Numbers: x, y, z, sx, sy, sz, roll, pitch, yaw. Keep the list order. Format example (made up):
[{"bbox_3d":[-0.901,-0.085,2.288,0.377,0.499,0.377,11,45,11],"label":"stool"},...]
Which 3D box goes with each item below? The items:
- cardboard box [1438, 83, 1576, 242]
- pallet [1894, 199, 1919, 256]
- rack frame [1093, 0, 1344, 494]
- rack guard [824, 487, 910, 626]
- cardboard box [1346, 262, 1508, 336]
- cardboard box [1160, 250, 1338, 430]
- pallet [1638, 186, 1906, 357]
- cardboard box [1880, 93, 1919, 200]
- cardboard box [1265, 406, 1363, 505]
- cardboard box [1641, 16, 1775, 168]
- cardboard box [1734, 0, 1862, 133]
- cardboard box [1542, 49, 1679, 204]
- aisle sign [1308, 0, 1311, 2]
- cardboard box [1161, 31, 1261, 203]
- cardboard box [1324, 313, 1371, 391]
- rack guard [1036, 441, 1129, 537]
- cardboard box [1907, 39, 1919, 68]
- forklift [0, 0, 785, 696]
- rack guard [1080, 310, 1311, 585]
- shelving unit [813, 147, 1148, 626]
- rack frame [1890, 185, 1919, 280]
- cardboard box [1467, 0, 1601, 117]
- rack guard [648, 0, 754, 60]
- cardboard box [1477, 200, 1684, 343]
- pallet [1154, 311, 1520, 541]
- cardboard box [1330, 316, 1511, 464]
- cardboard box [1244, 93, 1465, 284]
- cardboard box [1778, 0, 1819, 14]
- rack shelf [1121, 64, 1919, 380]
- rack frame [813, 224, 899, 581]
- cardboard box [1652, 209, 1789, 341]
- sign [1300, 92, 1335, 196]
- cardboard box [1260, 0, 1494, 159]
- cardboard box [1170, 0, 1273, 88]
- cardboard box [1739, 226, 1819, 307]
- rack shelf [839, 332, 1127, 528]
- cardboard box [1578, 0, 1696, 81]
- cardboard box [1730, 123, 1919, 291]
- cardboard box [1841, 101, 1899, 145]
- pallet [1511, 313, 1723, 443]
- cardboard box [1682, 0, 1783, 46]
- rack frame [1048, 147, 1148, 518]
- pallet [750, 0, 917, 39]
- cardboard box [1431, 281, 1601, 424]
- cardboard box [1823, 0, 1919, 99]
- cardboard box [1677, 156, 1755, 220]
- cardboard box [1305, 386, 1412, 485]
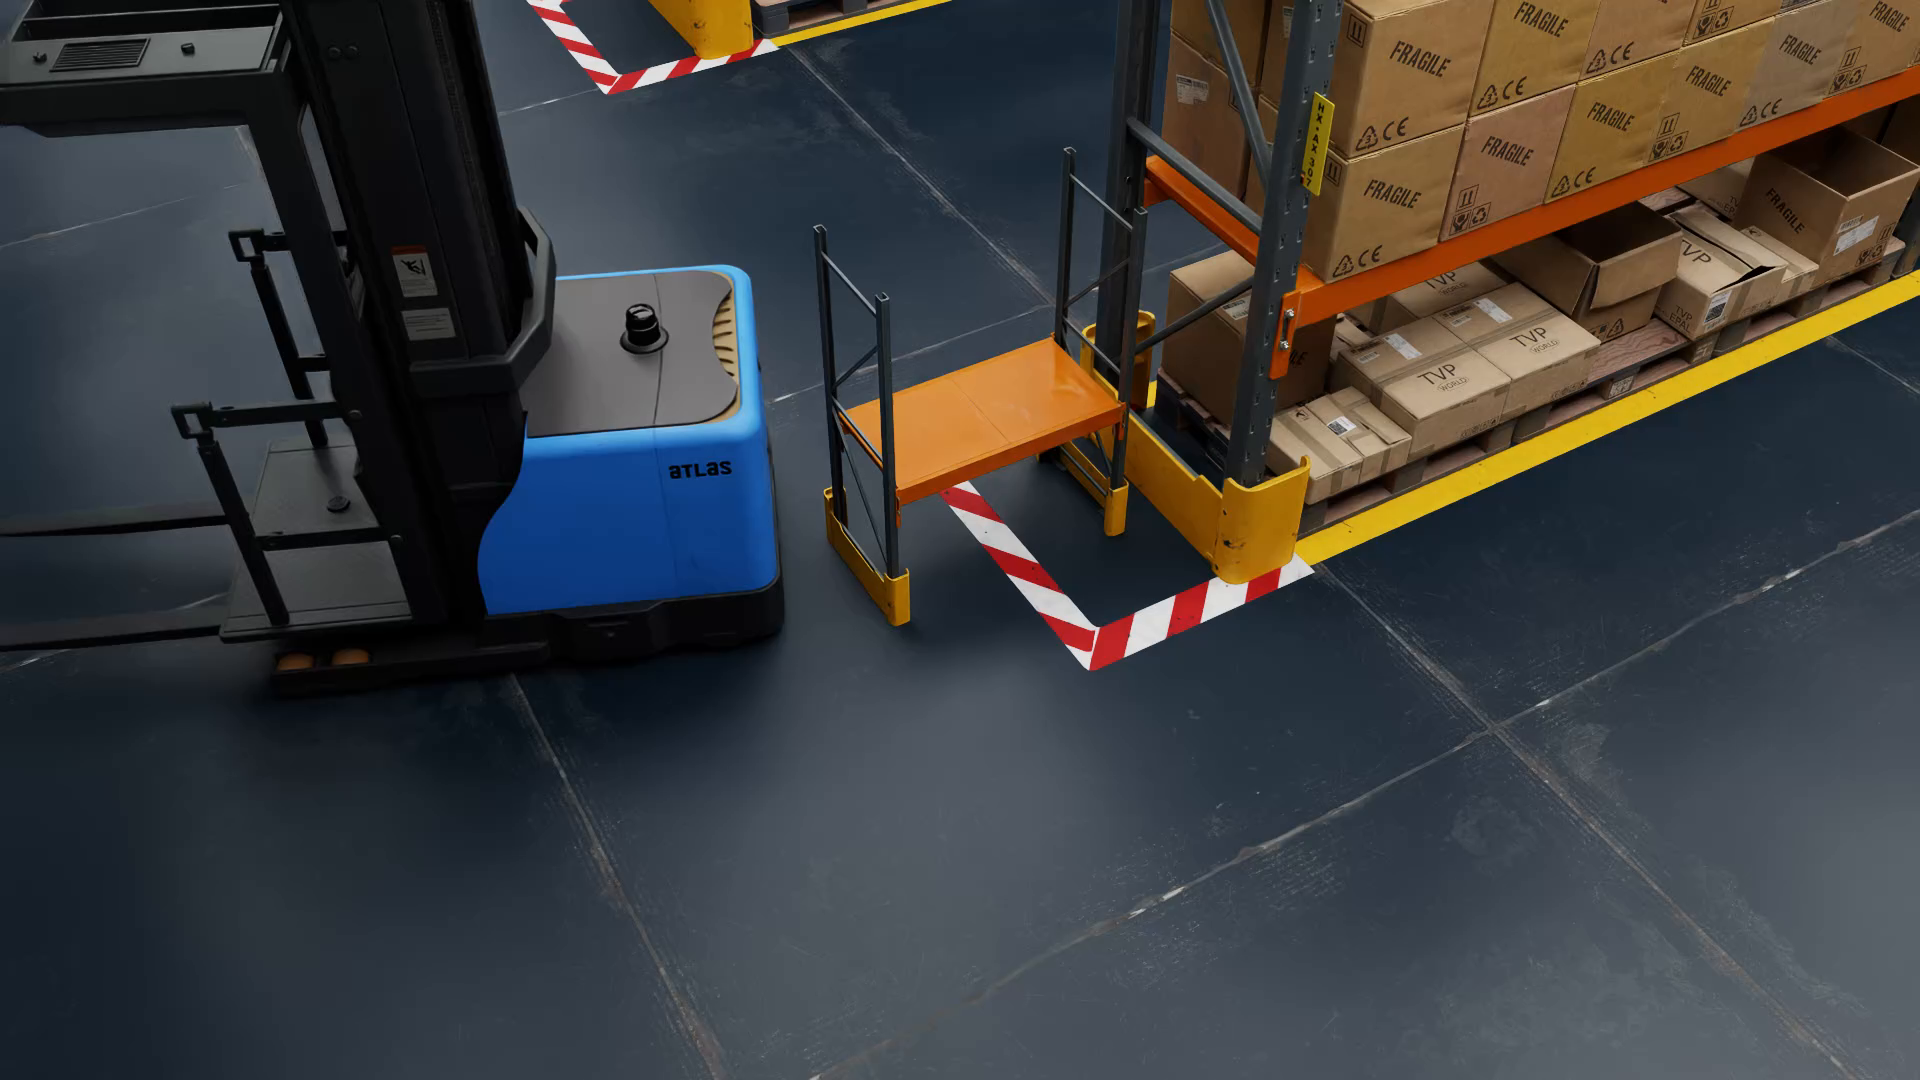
[{"bbox_3d":[1.818,-1.482,6.051,0.500,0.500,0.500,-22,48,-21],"label":"cardboard box"},{"bbox_3d":[5.012,-1.961,8.619,1.213,0.211,1.003,-22,48,-21],"label":"pallet"},{"bbox_3d":[0.857,-1.269,5.904,0.127,3.000,1.000,-22,48,-21],"label":"rack frame"},{"bbox_3d":[-0.366,0.057,6.512,0.087,0.250,0.587,-22,48,-21],"label":"rack guard"},{"bbox_3d":[2.044,-1.089,7.377,0.500,0.250,0.500,-22,48,-21],"label":"cardboard box"},{"bbox_3d":[1.206,-0.867,6.969,0.500,0.500,0.500,-22,48,-21],"label":"cardboard box"},{"bbox_3d":[3.729,-1.418,8.060,1.213,0.211,1.003,-22,48,-21],"label":"pallet"},{"bbox_3d":[4.866,-1.938,8.073,0.500,0.500,0.500,-24,49,-23],"label":"cardboard box"},{"bbox_3d":[1.391,-0.342,6.679,0.250,0.149,0.380,-22,48,-21],"label":"cardboard box"},{"bbox_3d":[2.689,-1.827,6.407,0.500,0.500,0.500,-21,48,-20],"label":"cardboard box"},{"bbox_3d":[3.129,-2.005,6.590,0.500,0.500,0.500,-21,48,-20],"label":"cardboard box"},{"bbox_3d":[2.254,-1.654,6.229,0.500,0.500,0.500,-22,48,-21],"label":"cardboard box"},{"bbox_3d":[0.944,-2.001,4.791,0.004,0.787,0.394,-22,48,-21],"label":"aisle sign"},{"bbox_3d":[1.110,-1.625,6.199,0.500,0.500,0.500,-20,48,-20],"label":"cardboard box"},{"bbox_3d":[1.602,-0.834,7.174,0.250,0.166,0.380,-22,48,-21],"label":"cardboard box"},{"bbox_3d":[0.498,-0.289,6.868,0.087,0.250,0.587,-22,48,-21],"label":"rack guard"},{"bbox_3d":[4.020,-2.364,6.961,0.500,0.500,0.500,-21,48,-20],"label":"cardboard box"},{"bbox_3d":[-2.225,-0.868,5.540,3.031,2.935,1.130,-5,44,-5],"label":"forklift"},{"bbox_3d":[0.923,-0.398,6.802,0.348,0.500,1.175,-22,48,-21],"label":"rack guard"},{"bbox_3d":[0.066,-0.565,6.255,1.083,1.500,0.587,-22,48,-21],"label":"shelving unit"},{"bbox_3d":[4.325,-2.657,7.334,0.127,3.000,1.000,-22,48,-21],"label":"rack frame"},{"bbox_3d":[1.823,-1.844,5.707,0.500,0.500,0.500,-21,48,-21],"label":"cardboard box"},{"bbox_3d":[-1.622,-3.348,9.841,0.348,0.500,1.175,-22,48,-21],"label":"rack guard"},{"bbox_3d":[2.699,-1.264,7.375,0.637,0.503,0.797,-22,48,-21],"label":"cardboard box"},{"bbox_3d":[1.614,-0.572,7.188,1.213,0.211,1.003,-22,48,-21],"label":"pallet"},{"bbox_3d":[1.903,-0.631,6.905,0.500,0.250,0.500,-22,48,-21],"label":"cardboard box"},{"bbox_3d":[1.373,-1.300,5.864,0.500,0.500,0.500,-21,48,-20],"label":"cardboard box"},{"bbox_3d":[3.136,-2.366,6.244,0.500,0.500,0.500,-21,48,-21],"label":"cardboard box"},{"bbox_3d":[2.591,-1.705,6.869,4.000,0.370,1.077,-22,48,-21],"label":"rack shelf"},{"bbox_3d":[-0.367,-0.391,6.076,0.032,1.500,0.500,-22,48,-21],"label":"rack frame"},{"bbox_3d":[3.322,-1.221,7.469,0.500,0.311,0.500,-22,48,-21],"label":"cardboard box"},{"bbox_3d":[1.127,-1.252,5.265,0.005,0.325,0.100,-22,48,-21],"label":"sign"},{"bbox_3d":[1.373,-1.659,5.515,0.500,0.500,0.500,-20,48,-20],"label":"cardboard box"},{"bbox_3d":[1.106,-1.984,5.851,0.500,0.500,0.500,-22,48,-21],"label":"cardboard box"},{"bbox_3d":[3.677,-1.256,7.622,0.250,0.149,0.380,-22,48,-21],"label":"cardboard box"},{"bbox_3d":[0.074,-0.439,6.383,1.000,0.185,0.538,-22,48,-21],"label":"rack shelf"},{"bbox_3d":[2.259,-2.015,5.883,0.500,0.500,0.500,-21,48,-20],"label":"cardboard box"},{"bbox_3d":[3.973,-1.549,7.671,0.500,0.500,0.500,-22,48,-21],"label":"cardboard box"},{"bbox_3d":[4.610,-2.262,8.406,0.500,0.500,0.500,-22,48,-21],"label":"cardboard box"},{"bbox_3d":[2.670,-0.992,7.621,1.213,0.211,1.003,-22,48,-21],"label":"pallet"},{"bbox_3d":[2.699,-2.192,6.065,0.500,0.500,0.500,-22,48,-21],"label":"cardboard box"},{"bbox_3d":[0.515,-0.744,6.440,0.032,1.500,0.500,-22,48,-21],"label":"rack frame"},{"bbox_3d":[-0.873,-3.524,10.229,1.213,0.211,1.003,-22,48,-21],"label":"pallet"},{"bbox_3d":[2.337,-0.805,7.084,0.500,0.250,0.500,-22,48,-21],"label":"cardboard box"},{"bbox_3d":[3.573,-2.185,6.776,0.500,0.500,0.500,-21,48,-20],"label":"cardboard box"},{"bbox_3d":[3.854,-1.835,8.102,0.500,0.311,0.500,-22,48,-21],"label":"cardboard box"},{"bbox_3d":[1.608,-0.435,6.763,0.250,0.166,0.380,-22,48,-21],"label":"cardboard box"}]
